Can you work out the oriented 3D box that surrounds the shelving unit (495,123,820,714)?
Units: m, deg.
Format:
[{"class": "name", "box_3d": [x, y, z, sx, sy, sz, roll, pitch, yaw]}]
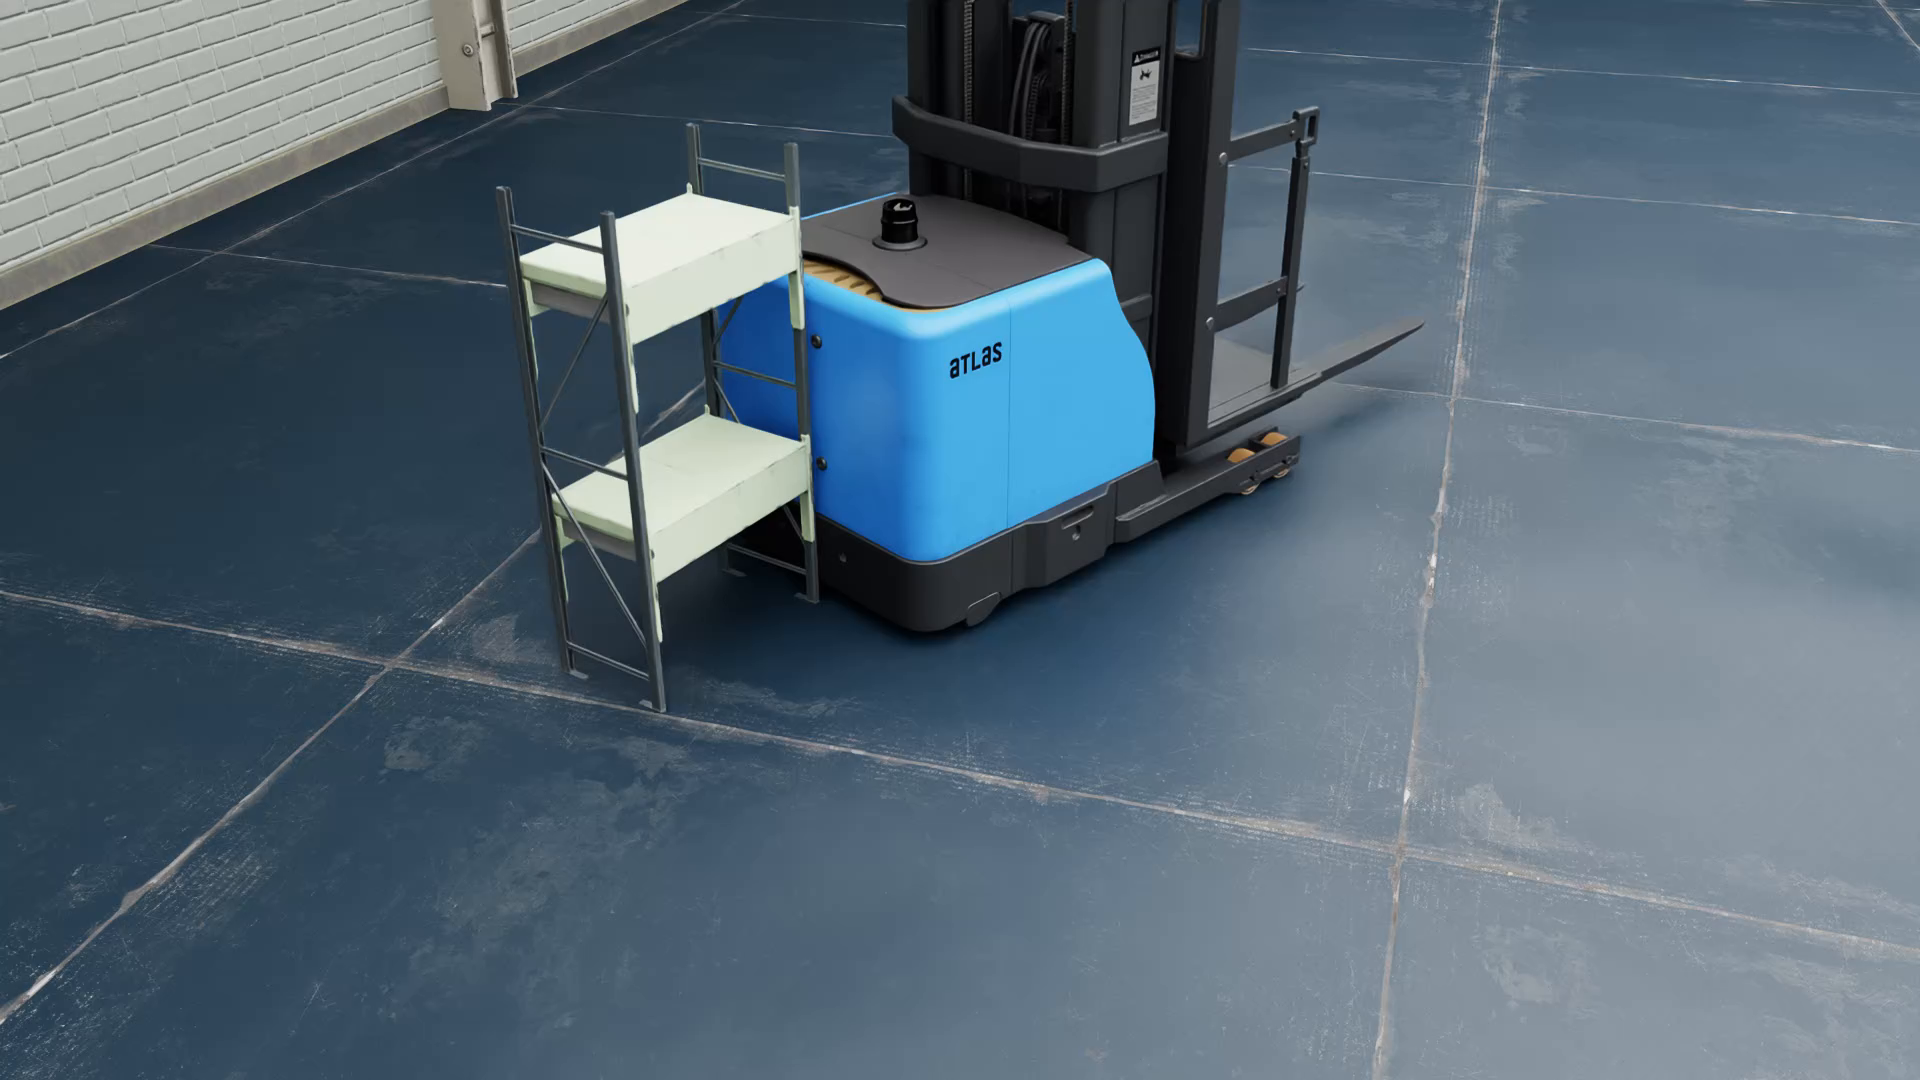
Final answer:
[{"class": "shelving unit", "box_3d": [-0.829, -0.354, 4.844, 0.431, 1.500, 0.755, 18, 34, 29]}]

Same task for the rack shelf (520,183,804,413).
[{"class": "rack shelf", "box_3d": [-0.829, -0.695, 4.654, 0.431, 0.370, 0.720, 18, 34, 29]}]

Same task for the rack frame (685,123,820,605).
[{"class": "rack frame", "box_3d": [-0.627, -0.503, 5.111, 0.400, 1.500, 0.023, 18, 34, 29]}]

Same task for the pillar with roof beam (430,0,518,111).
[{"class": "pillar with roof beam", "box_3d": [0.977, -6.198, 7.635, 9.100, 9.000, 0.400, 8, 30, 15]}]

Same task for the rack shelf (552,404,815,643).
[{"class": "rack shelf", "box_3d": [-0.829, -0.069, 5.003, 0.431, 0.370, 0.720, 18, 34, 29]}]

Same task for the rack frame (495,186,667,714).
[{"class": "rack frame", "box_3d": [-1.030, -0.206, 4.577, 0.400, 1.500, 0.023, 18, 34, 29]}]

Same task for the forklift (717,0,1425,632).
[{"class": "forklift", "box_3d": [0.620, -1.608, 5.626, 3.031, 2.935, 1.130, -25, 38, -37]}]
